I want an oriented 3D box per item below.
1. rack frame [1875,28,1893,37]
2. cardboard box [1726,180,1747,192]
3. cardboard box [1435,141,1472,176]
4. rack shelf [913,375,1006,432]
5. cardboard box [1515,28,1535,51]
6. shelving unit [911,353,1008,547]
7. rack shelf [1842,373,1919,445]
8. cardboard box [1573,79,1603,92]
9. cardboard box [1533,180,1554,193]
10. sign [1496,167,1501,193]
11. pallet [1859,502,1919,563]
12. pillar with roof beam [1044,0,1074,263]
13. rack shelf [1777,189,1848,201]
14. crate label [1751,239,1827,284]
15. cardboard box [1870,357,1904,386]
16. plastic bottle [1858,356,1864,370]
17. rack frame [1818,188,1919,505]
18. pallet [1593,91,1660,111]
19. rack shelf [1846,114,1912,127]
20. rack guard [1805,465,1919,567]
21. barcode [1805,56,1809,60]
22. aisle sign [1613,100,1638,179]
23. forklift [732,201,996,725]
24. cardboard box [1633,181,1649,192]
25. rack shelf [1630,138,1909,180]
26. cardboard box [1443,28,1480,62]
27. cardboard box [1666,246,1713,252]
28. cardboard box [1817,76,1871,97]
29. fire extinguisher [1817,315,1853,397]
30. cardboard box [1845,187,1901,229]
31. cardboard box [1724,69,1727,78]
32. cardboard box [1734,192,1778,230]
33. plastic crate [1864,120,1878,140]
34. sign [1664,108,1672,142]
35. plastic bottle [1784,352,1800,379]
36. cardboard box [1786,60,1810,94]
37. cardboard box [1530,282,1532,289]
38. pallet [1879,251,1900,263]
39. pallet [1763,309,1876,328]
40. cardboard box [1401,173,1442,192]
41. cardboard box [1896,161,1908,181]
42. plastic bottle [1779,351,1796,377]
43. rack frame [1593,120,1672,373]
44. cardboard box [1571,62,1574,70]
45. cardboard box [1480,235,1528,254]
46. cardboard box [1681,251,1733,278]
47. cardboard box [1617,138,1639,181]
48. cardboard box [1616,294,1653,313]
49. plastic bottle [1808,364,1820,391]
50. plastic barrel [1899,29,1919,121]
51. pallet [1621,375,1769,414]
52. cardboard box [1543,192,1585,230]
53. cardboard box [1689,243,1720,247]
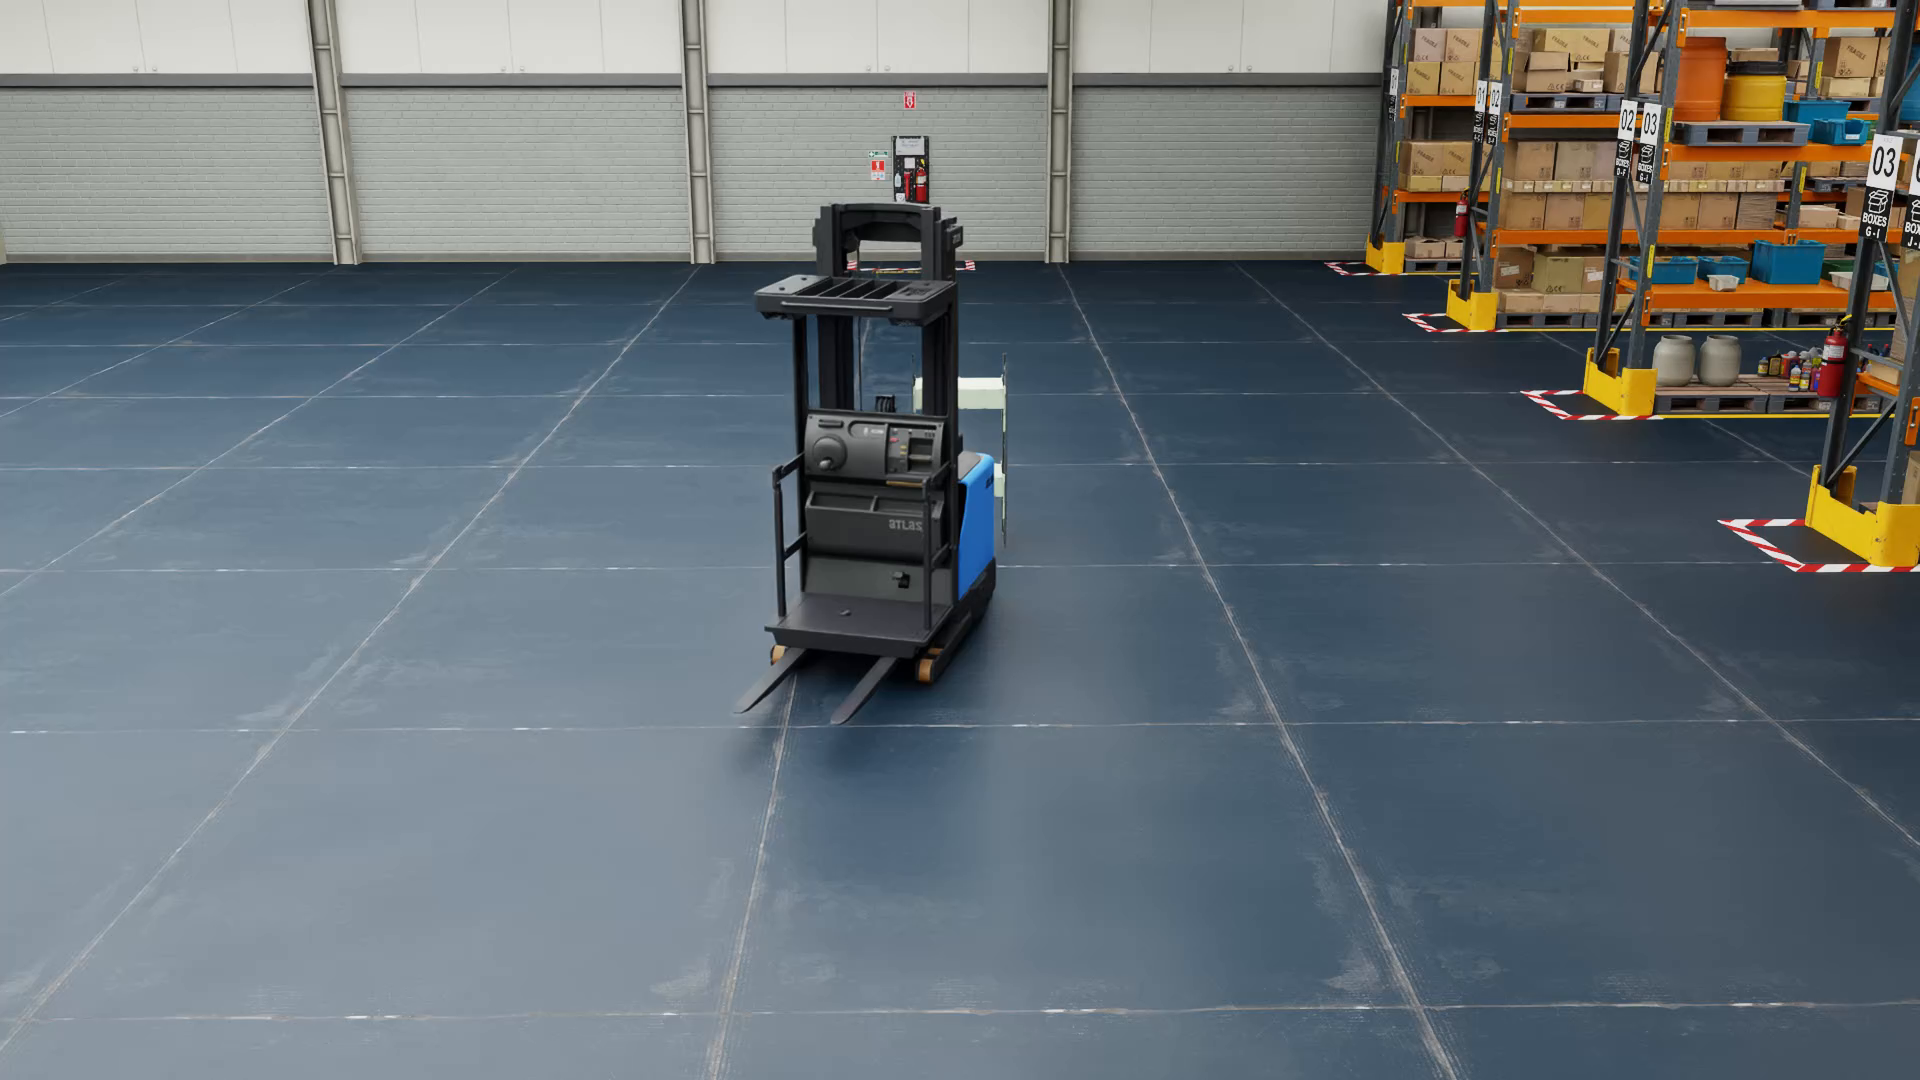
[{"bbox_3d":[14.959,-8.831,26.346,0.127,3.000,1.000,0,18,-1],"label":"rack frame"},{"bbox_3d":[10.264,-4.730,22.155,0.250,0.149,0.380,-1,18,-2],"label":"cardboard box"},{"bbox_3d":[7.936,-6.141,26.766,0.500,0.500,0.500,0,18,-1],"label":"cardboard box"},{"bbox_3d":[-0.007,-1.086,13.199,0.720,0.370,0.431,0,18,-1],"label":"rack shelf"},{"bbox_3d":[8.929,-7.981,26.773,0.500,0.500,0.500,0,18,-1],"label":"cardboard box"},{"bbox_3d":[-0.007,-0.714,13.318,0.755,1.500,0.431,0,18,-1],"label":"shelving unit"},{"bbox_3d":[9.194,-1.065,13.134,4.000,0.370,1.077,0,18,-1],"label":"rack shelf"},{"bbox_3d":[8.221,-5.950,21.770,0.250,0.149,0.380,0,18,-1],"label":"cardboard box"},{"bbox_3d":[7.702,-4.718,22.118,0.250,0.149,0.380,-1,18,-2],"label":"cardboard box"},{"bbox_3d":[7.045,-4.704,21.753,0.005,0.325,0.100,0,18,-1],"label":"sign"},{"bbox_3d":[8.083,-0.063,13.399,1.213,0.211,1.003,0,18,-1],"label":"pallet"},{"bbox_3d":[1.715,-7.717,22.870,0.400,9.000,9.100,0,18,-1],"label":"pillar with roof beam"},{"bbox_3d":[12.959,-5.623,27.342,4.000,0.370,1.077,0,18,-1],"label":"rack shelf"},{"bbox_3d":[8.952,-3.019,17.989,0.616,0.435,0.502,0,18,-1],"label":"crate label"},{"bbox_3d":[7.476,-1.342,13.233,0.250,0.149,0.380,0,18,-1],"label":"cardboard box"},{"bbox_3d":[9.967,-1.950,18.461,0.097,0.271,0.097,0,18,0],"label":"plastic bottle"},{"bbox_3d":[7.195,-1.398,12.994,0.127,3.000,1.000,0,18,-1],"label":"rack frame"},{"bbox_3d":[8.972,-5.812,21.988,1.213,0.211,1.003,0,18,-1],"label":"pallet"},{"bbox_3d":[13.041,-5.538,22.167,4.000,0.370,1.077,0,18,-1],"label":"rack shelf"},{"bbox_3d":[7.271,-0.208,13.377,0.348,0.500,1.175,0,18,-1],"label":"rack guard"},{"bbox_3d":[13.847,-7.879,27.174,0.075,0.075,0.001,0,18,-1],"label":"barcode"},{"bbox_3d":[7.040,-4.239,17.594,0.004,0.787,0.394,0,18,-1],"label":"aisle sign"},{"bbox_3d":[-0.614,-0.601,10.623,1.130,2.935,3.031,5,18,14],"label":"forklift"},{"bbox_3d":[8.975,-4.723,22.134,0.250,0.149,0.380,0,18,0],"label":"cardboard box"},{"bbox_3d":[9.116,-4.006,17.391,4.000,0.370,1.077,0,18,-1],"label":"rack shelf"},{"bbox_3d":[7.851,-7.812,26.246,0.500,0.500,0.500,0,18,-1],"label":"cardboard box"},{"bbox_3d":[10.073,-3.779,23.003,0.500,0.500,0.500,0,18,-1],"label":"cardboard box"},{"bbox_3d":[11.658,-5.999,21.986,0.500,0.250,0.500,2,18,5],"label":"cardboard box"},{"bbox_3d":[7.073,-1.501,13.443,0.183,0.674,0.296,0,18,-1],"label":"fire extinguisher"},{"bbox_3d":[12.336,-4.491,22.474,0.500,0.500,0.500,1,18,3],"label":"cardboard box"},{"bbox_3d":[9.994,-6.170,22.191,0.500,0.311,0.500,-1,18,-4],"label":"cardboard box"},{"bbox_3d":[10.598,-4.486,22.458,0.500,0.500,0.700,-1,18,-2],"label":"cardboard box"},{"bbox_3d":[9.534,-4.333,17.579,0.450,0.188,0.336,0,18,-1],"label":"plastic crate"},{"bbox_3d":[7.121,-4.175,16.726,0.005,0.325,0.100,0,18,-1],"label":"sign"},{"bbox_3d":[9.200,-1.929,18.378,0.133,0.283,0.061,0,18,-1],"label":"plastic bottle"},{"bbox_3d":[13.661,-7.484,26.854,0.637,0.503,0.797,2,18,7],"label":"cardboard box"},{"bbox_3d":[8.073,-3.413,23.090,0.500,0.250,0.500,0,18,-1],"label":"cardboard box"},{"bbox_3d":[15.748,-4.628,27.628,1.213,0.211,1.003,0,18,-1],"label":"pallet"},{"bbox_3d":[11.777,-3.130,22.960,1.213,0.211,1.003,0,18,-1],"label":"pallet"},{"bbox_3d":[7.453,-5.780,26.867,0.500,0.250,0.500,-1,18,-2],"label":"cardboard box"},{"bbox_3d":[15.449,-6.098,26.962,0.500,0.500,0.500,0,18,1],"label":"cardboard box"},{"bbox_3d":[9.198,-1.958,18.481,0.135,0.276,0.152,0,18,0],"label":"plastic bottle"},{"bbox_3d":[7.116,-2.910,17.709,0.127,3.000,1.000,0,18,-1],"label":"rack frame"},{"bbox_3d":[9.399,-7.350,26.442,0.500,0.500,0.500,-1,18,-3],"label":"cardboard box"},{"bbox_3d":[8.957,-4.922,27.353,0.500,0.500,0.700,-1,18,-4],"label":"cardboard box"},{"bbox_3d":[10.081,-3.622,22.515,0.500,0.500,0.500,0,18,-1],"label":"cardboard box"},{"bbox_3d":[9.092,-5.096,22.237,0.500,0.500,0.700,0,18,-1],"label":"cardboard box"},{"bbox_3d":[9.081,-3.255,22.599,0.500,0.250,0.500,0,18,-1],"label":"cardboard box"},{"bbox_3d":[9.161,-1.735,17.774,0.133,0.283,0.061,0,18,0],"label":"plastic bottle"},{"bbox_3d":[10.119,-4.824,17.258,0.708,0.901,0.600,0,18,-1],"label":"plastic barrel"},{"bbox_3d":[8.004,-1.600,18.188,1.213,0.211,1.003,0,18,-1],"label":"pallet"},{"bbox_3d":[8.034,-4.473,22.417,0.500,0.500,0.700,0,18,1],"label":"cardboard box"},{"bbox_3d":[12.211,-5.001,27.599,0.500,0.500,0.700,-1,18,-2],"label":"cardboard box"}]
